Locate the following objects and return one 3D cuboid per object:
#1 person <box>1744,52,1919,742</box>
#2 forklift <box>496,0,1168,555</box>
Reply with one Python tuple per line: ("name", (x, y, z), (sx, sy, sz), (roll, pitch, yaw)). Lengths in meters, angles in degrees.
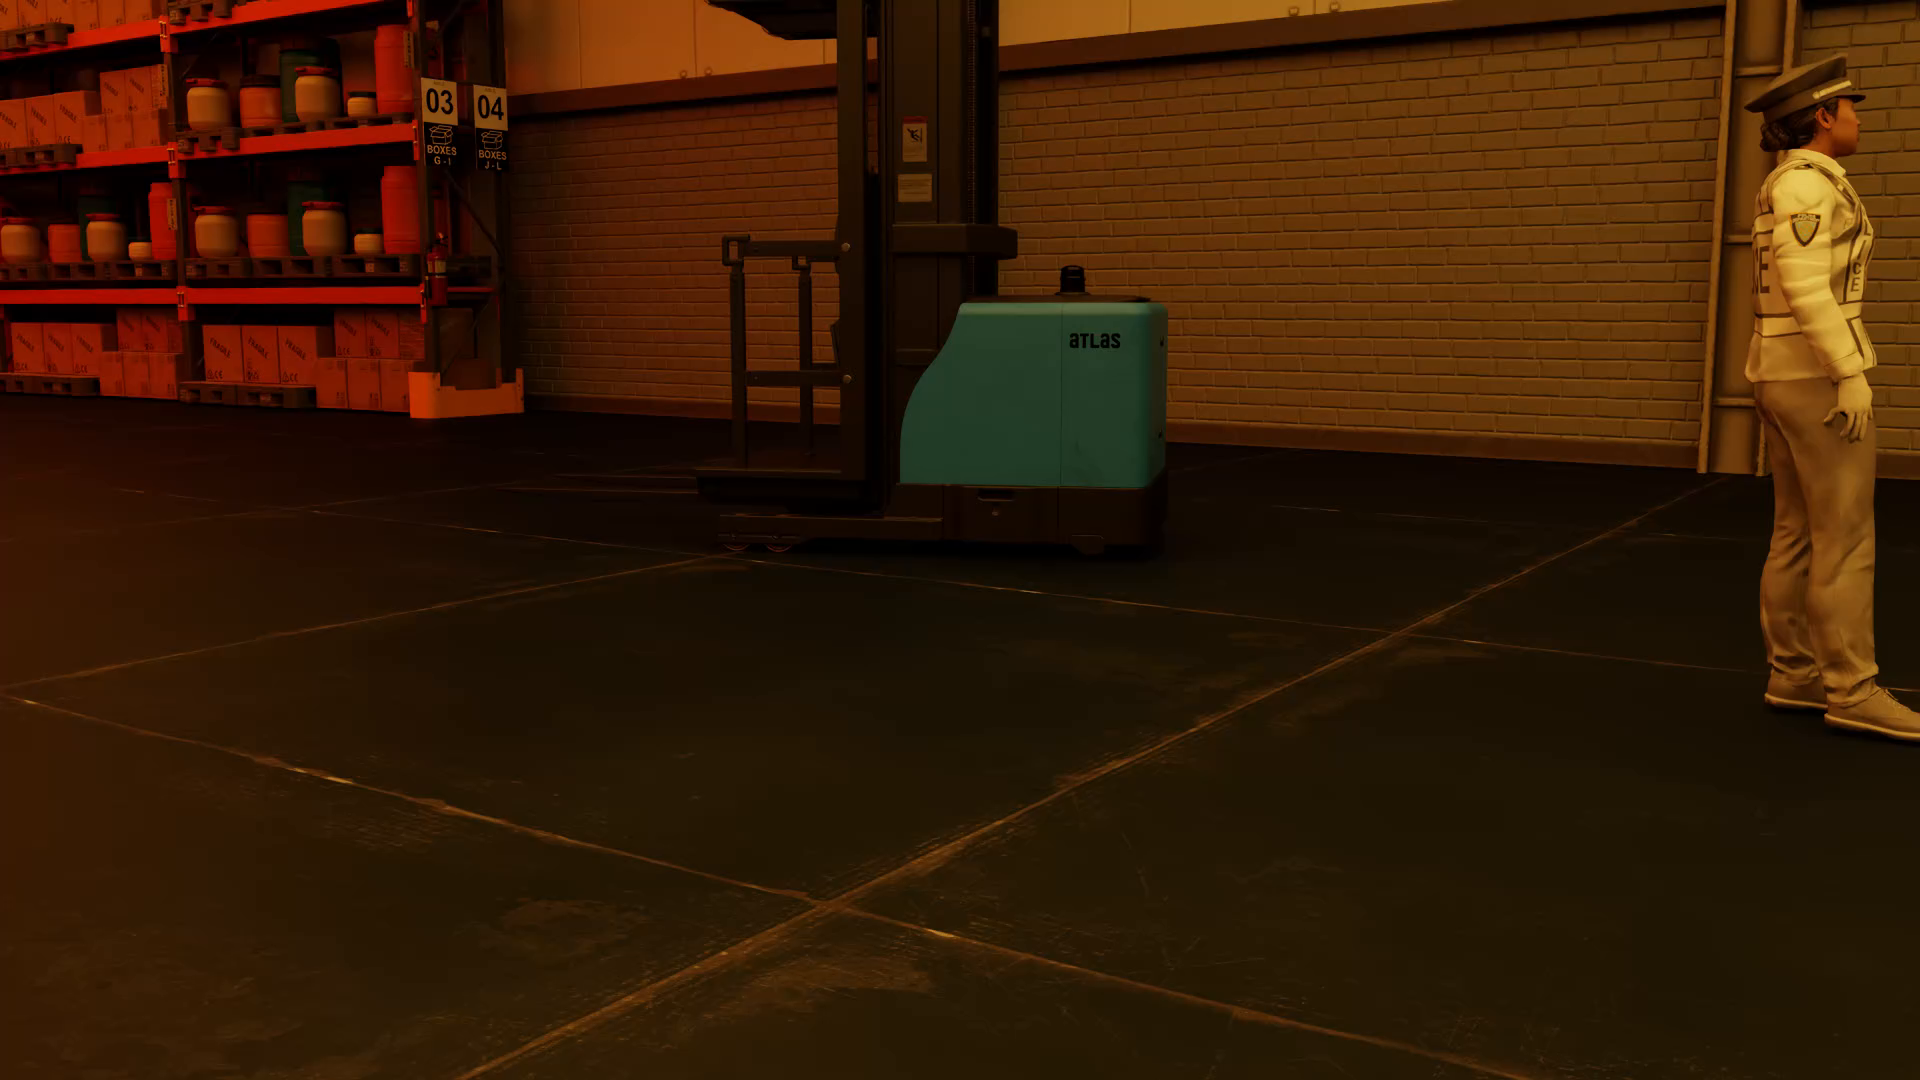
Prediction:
("person", (2.262, -0.388, 4.262), (0.530, 1.694, 0.588), (3, 9, 18))
("forklift", (-0.596, -1.469, 7.520), (3.031, 2.935, 1.130), (2, 8, 12))
